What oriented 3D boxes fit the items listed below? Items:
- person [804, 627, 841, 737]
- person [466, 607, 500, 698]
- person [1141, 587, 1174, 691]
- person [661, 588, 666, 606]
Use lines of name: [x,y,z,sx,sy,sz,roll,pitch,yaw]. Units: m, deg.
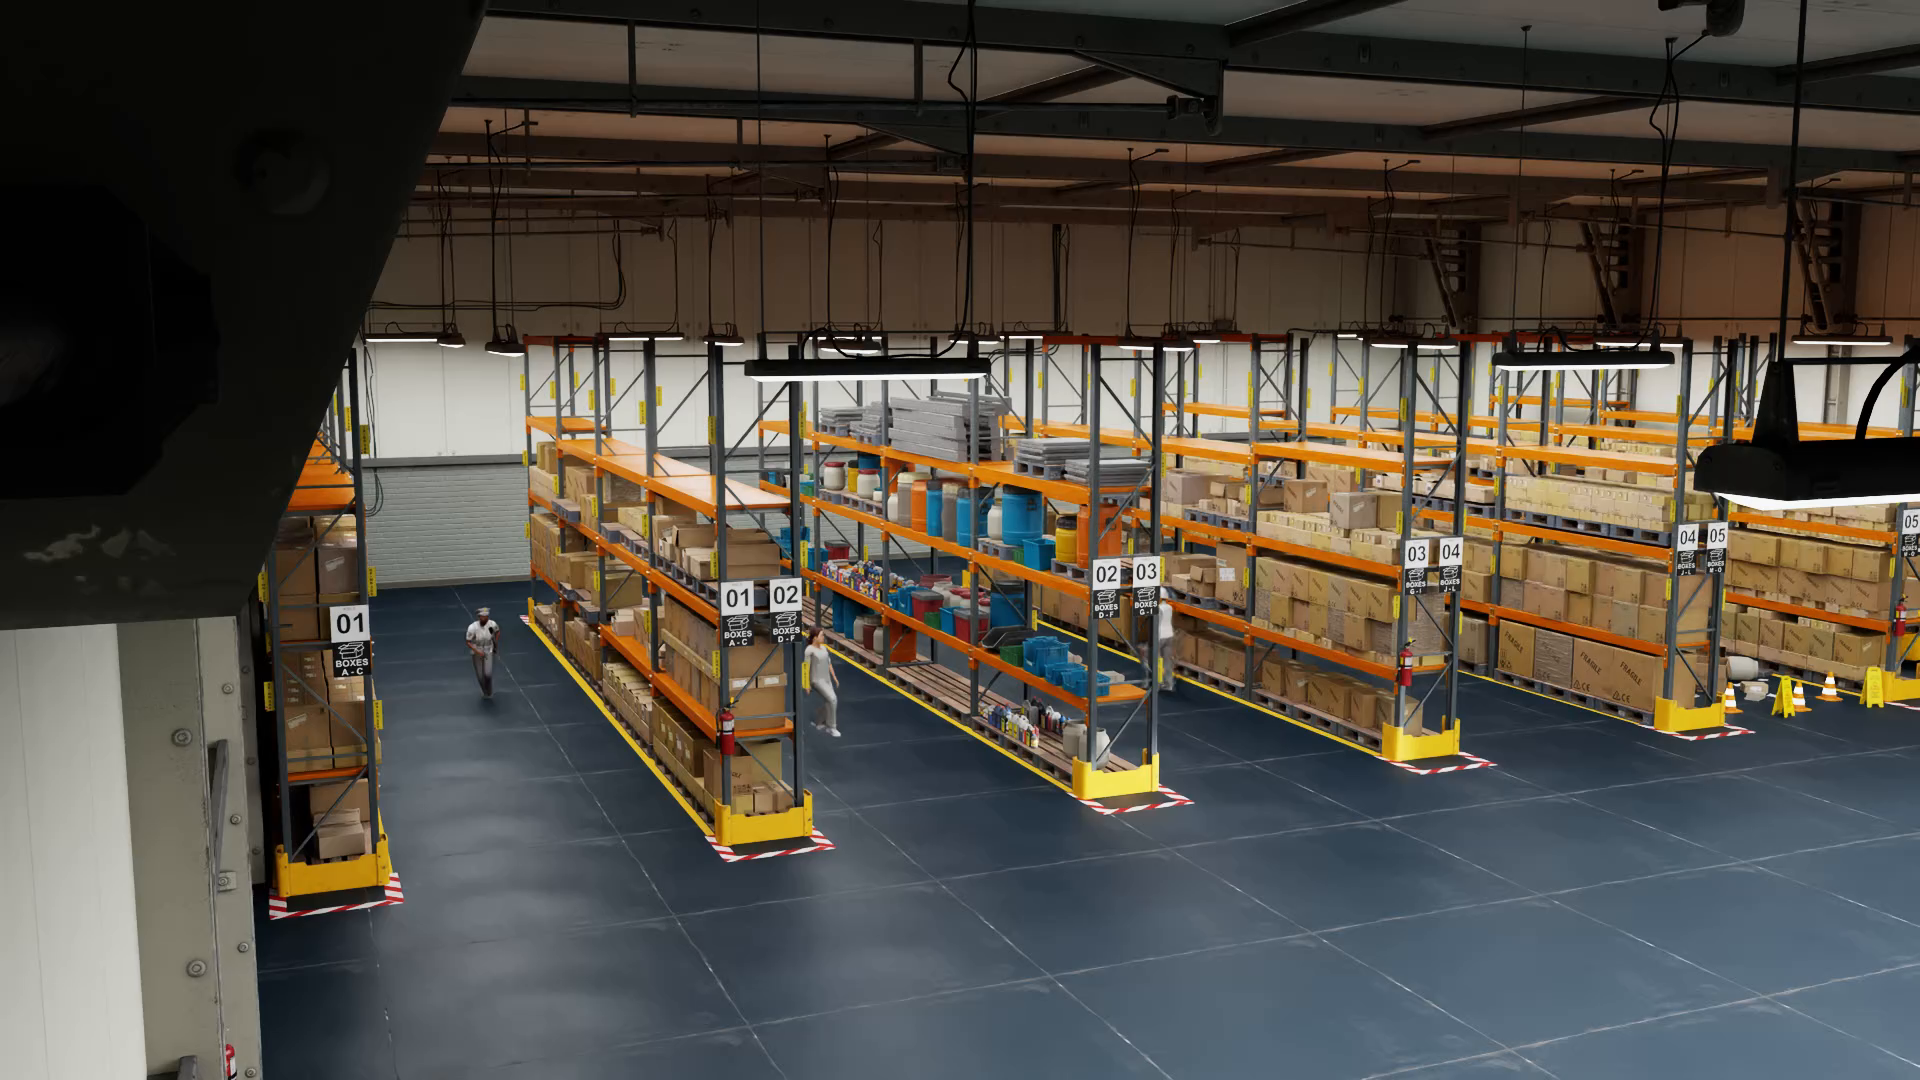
person: [-1.961,2.062,24.459,0.759,1.545,0.472,5,9,35]
person: [-7.915,1.874,27.632,0.528,1.605,0.736,-1,8,-11]
person: [3.462,1.696,28.374,0.526,1.784,0.607,-5,9,-32]
person: [-6.426,0.699,35.764,0.533,1.773,0.656,0,8,1]
